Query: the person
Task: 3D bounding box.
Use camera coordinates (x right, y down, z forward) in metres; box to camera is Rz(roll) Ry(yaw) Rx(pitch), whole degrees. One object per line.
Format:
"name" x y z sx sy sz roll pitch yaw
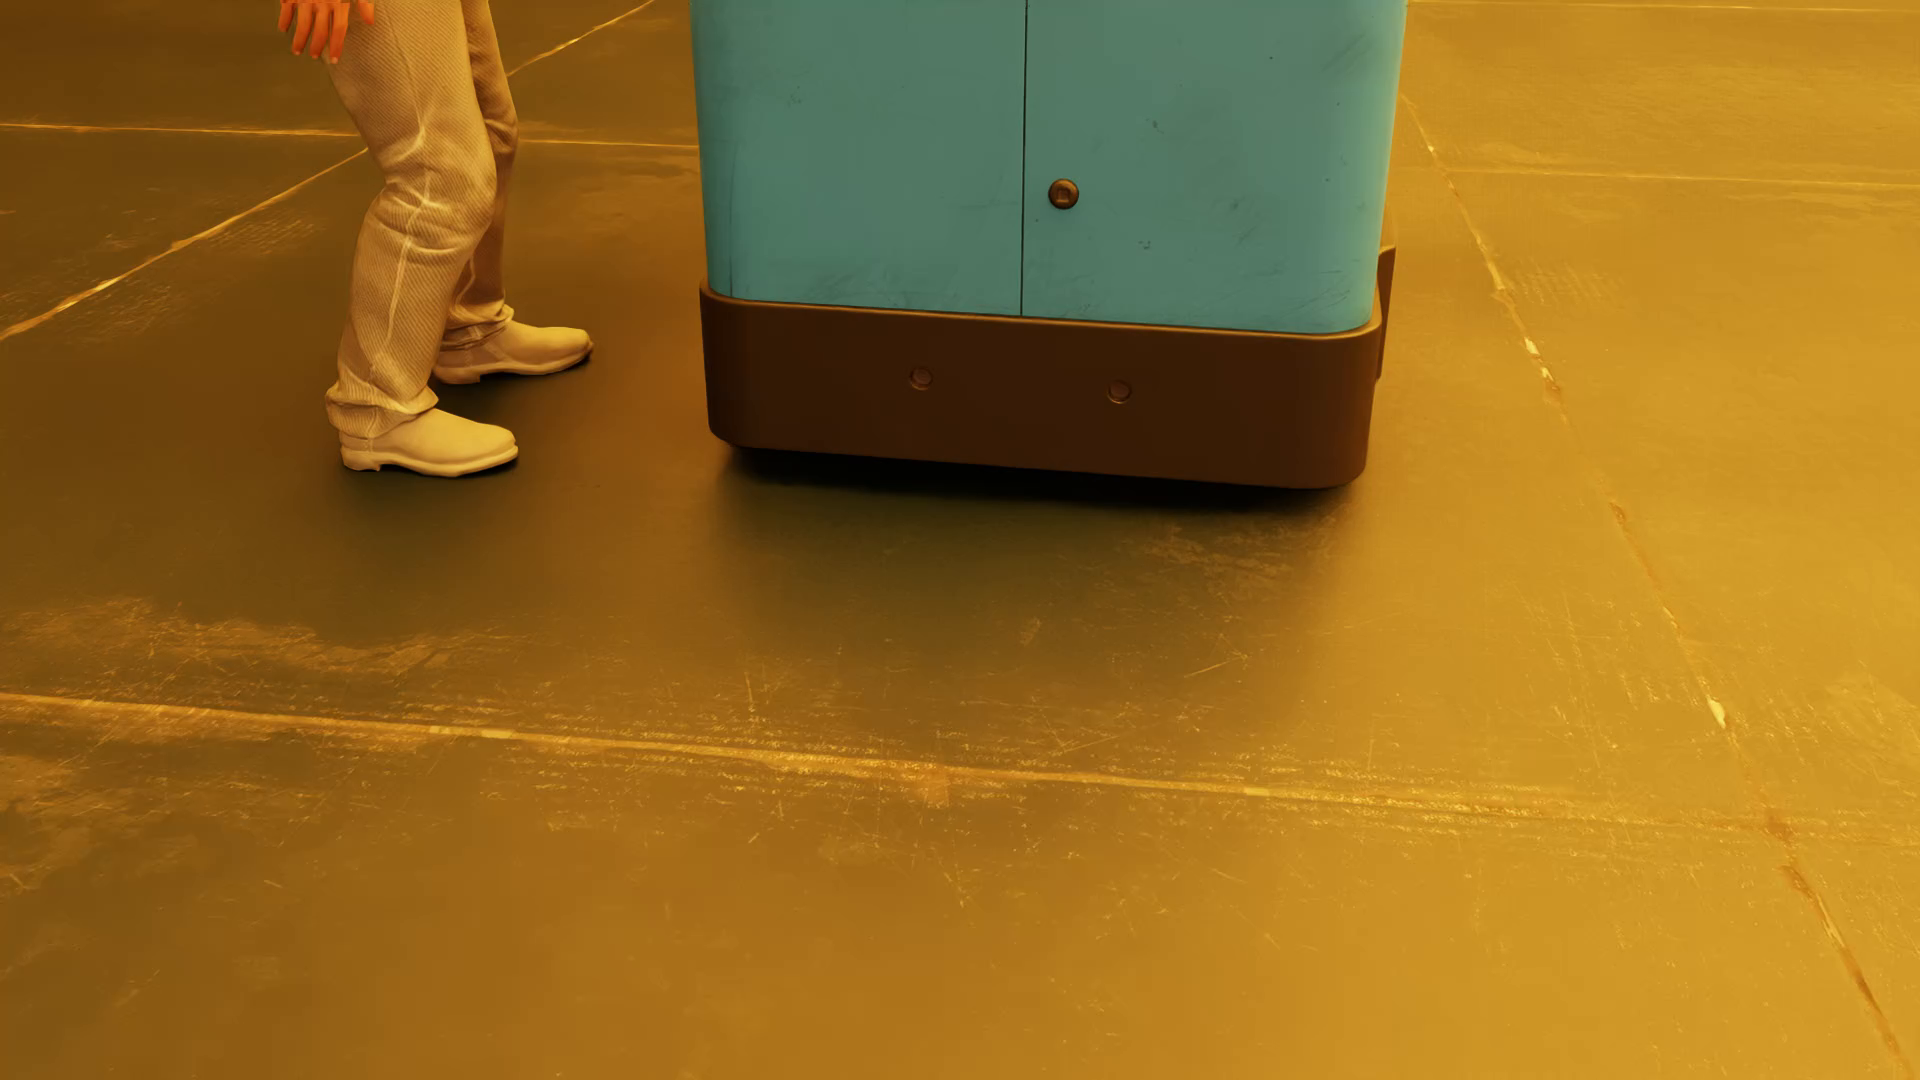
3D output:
"person" -0.864 -0.971 2.489 0.420 1.749 0.751 -4 27 -7

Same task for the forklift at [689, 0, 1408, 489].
"forklift" 0.366 -2.022 3.270 1.130 2.935 3.031 5 27 9
